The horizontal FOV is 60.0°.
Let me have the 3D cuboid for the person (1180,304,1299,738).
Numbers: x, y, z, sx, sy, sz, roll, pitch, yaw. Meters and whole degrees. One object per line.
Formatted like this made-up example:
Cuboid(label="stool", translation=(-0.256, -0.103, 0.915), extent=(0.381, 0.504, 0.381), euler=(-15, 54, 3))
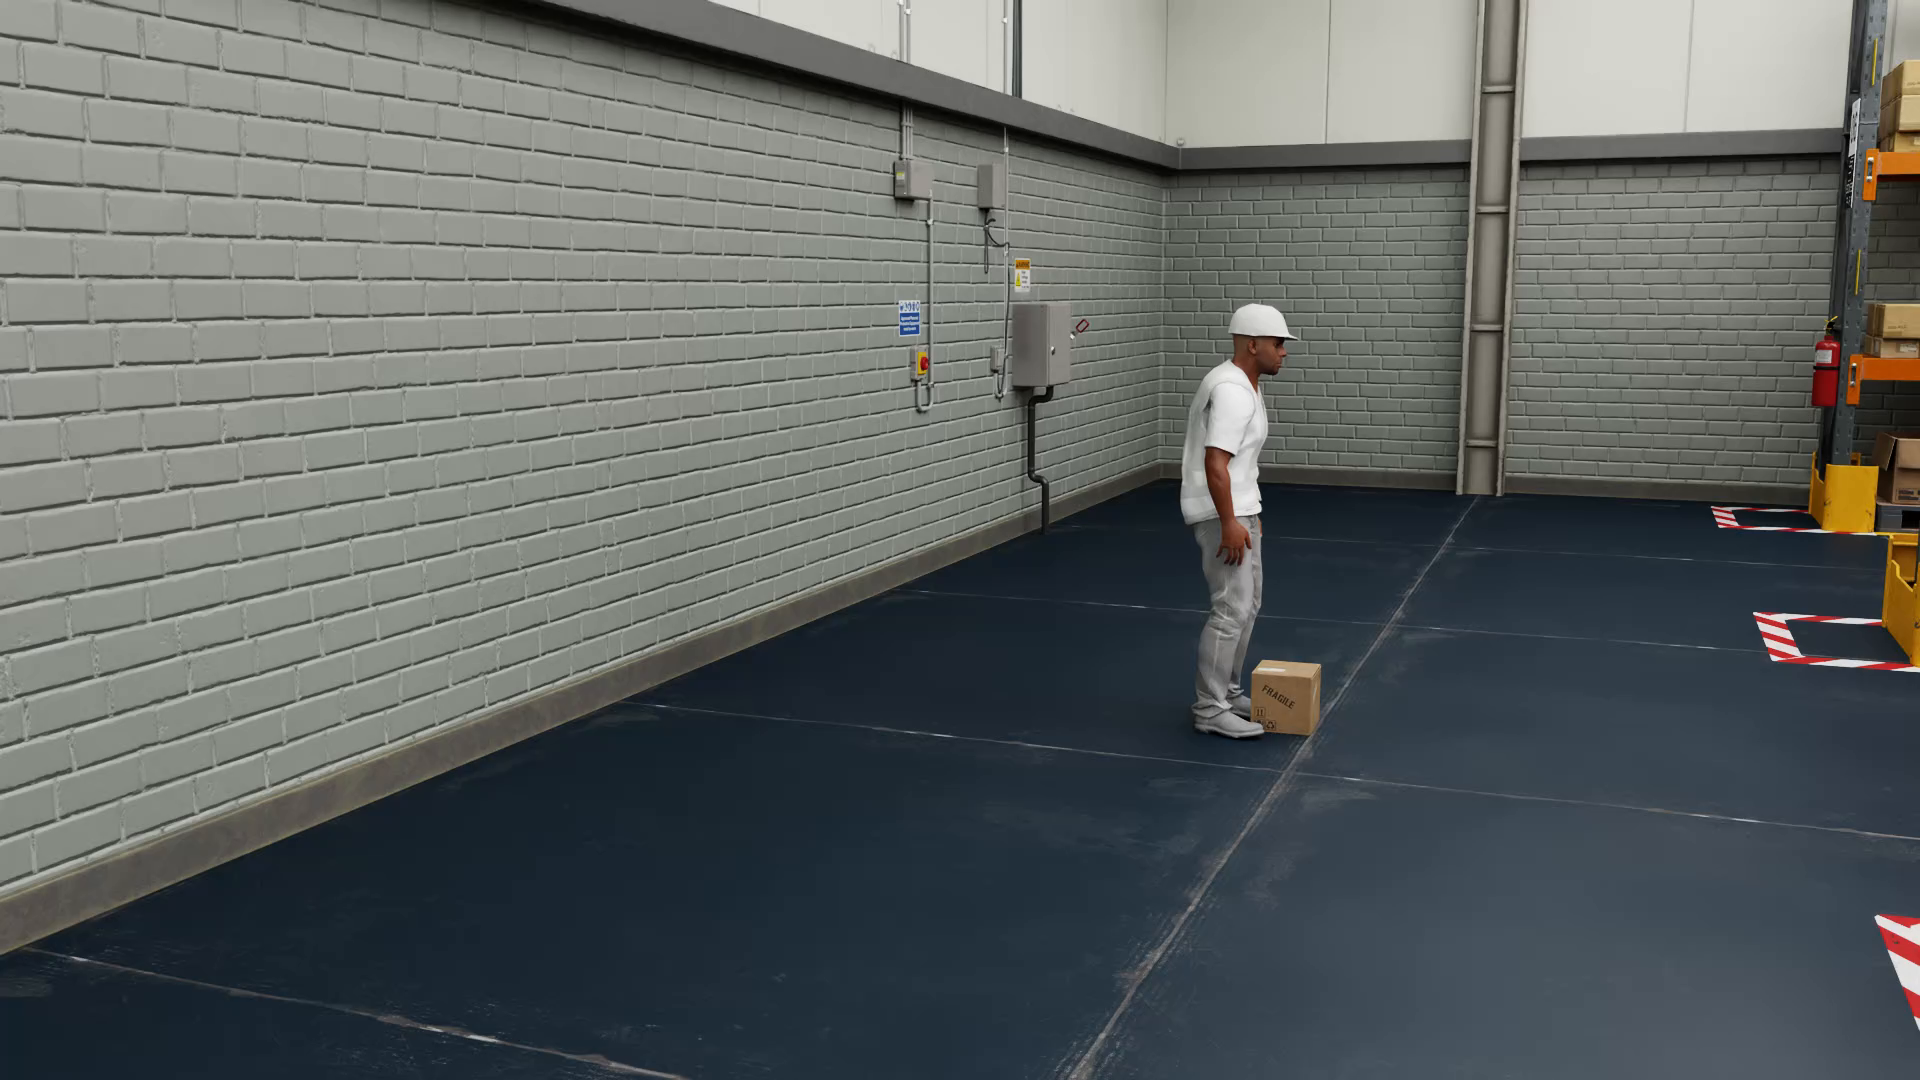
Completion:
Cuboid(label="person", translation=(1.156, -0.098, 6.937), extent=(0.460, 1.760, 0.634), euler=(3, 9, 18))
